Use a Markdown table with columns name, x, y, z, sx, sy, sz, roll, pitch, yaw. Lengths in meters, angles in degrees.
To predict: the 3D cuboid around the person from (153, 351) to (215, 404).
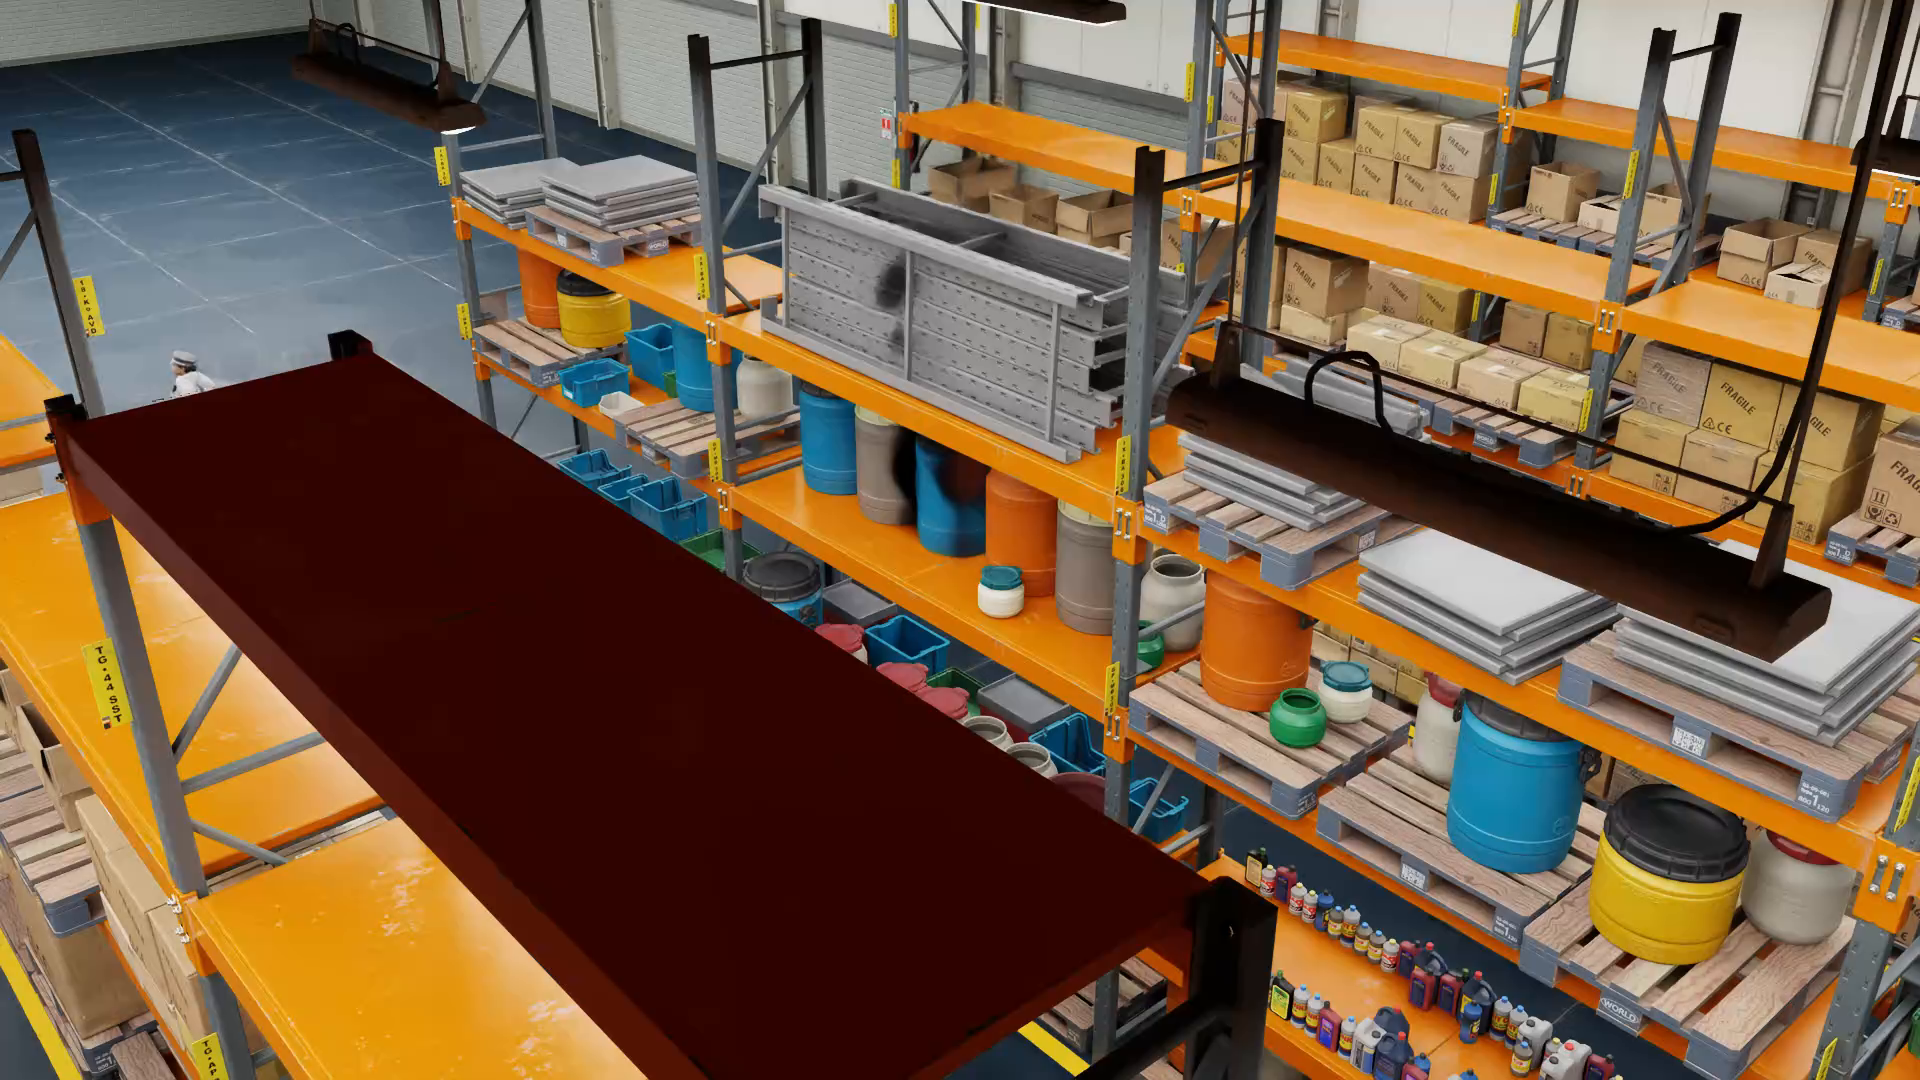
| name | x | y | z | sx | sy | sz | roll | pitch | yaw |
| --- | --- | --- | --- | --- | --- | --- | --- | --- | --- |
| person | -8.360 | -1.245 | 18.167 | 0.719 | 1.749 | 0.576 | -10 | 29 | -20 |
